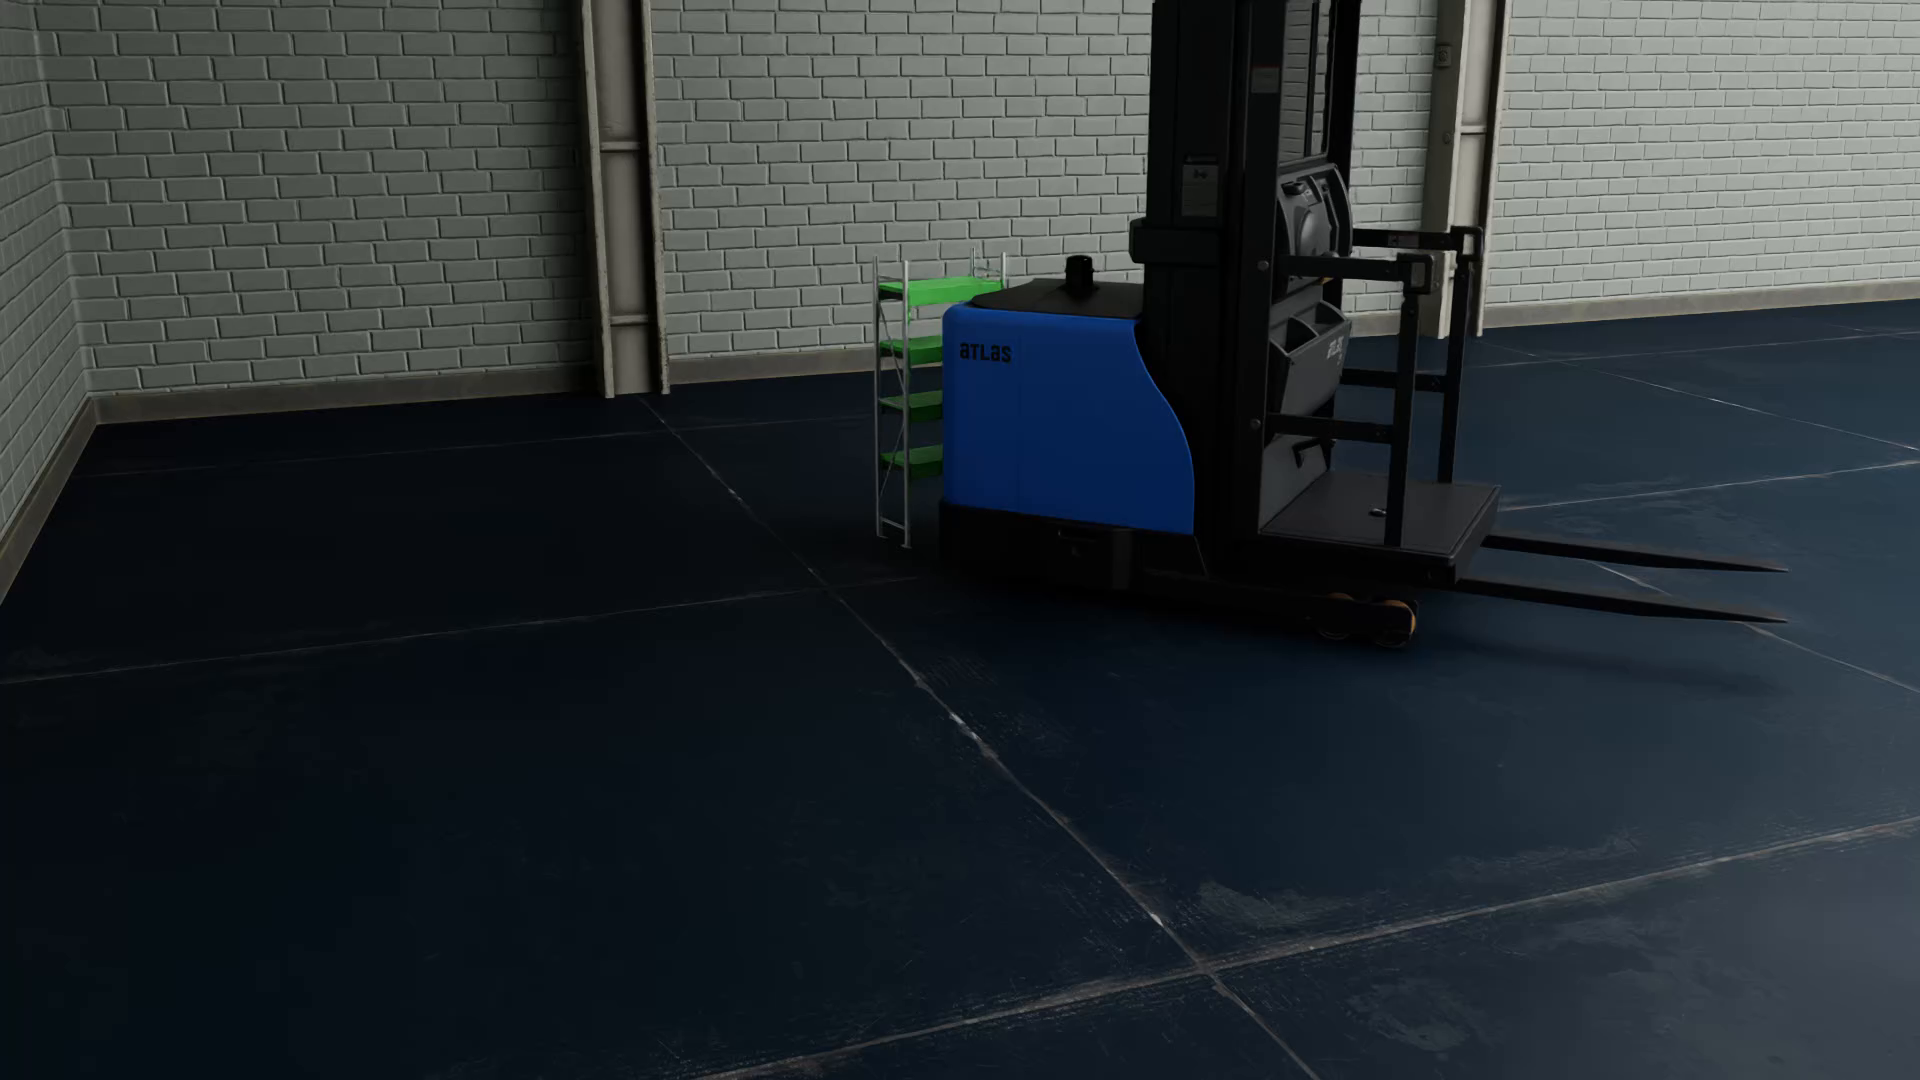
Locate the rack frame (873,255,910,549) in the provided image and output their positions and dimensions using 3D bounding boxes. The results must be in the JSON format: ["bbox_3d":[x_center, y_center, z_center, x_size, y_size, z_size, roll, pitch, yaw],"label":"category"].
[{"bbox_3d":[-0.283,-0.566,6.895,0.015,1.200,0.240,-11,20,-34],"label":"rack frame"}]

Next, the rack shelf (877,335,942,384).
[{"bbox_3d":[-0.084,-0.774,6.981,0.480,0.148,0.258,-11,20,-34],"label":"rack shelf"}]

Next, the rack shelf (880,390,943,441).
[{"bbox_3d":[-0.084,-0.544,7.048,0.480,0.148,0.258,-11,20,-34],"label":"rack shelf"}]

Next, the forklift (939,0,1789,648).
[{"bbox_3d":[1.474,-1.199,5.980,3.031,2.935,1.130,8,18,25],"label":"forklift"}]

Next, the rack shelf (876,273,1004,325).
[{"bbox_3d":[-0.084,-1.005,6.913,0.480,0.148,0.258,-11,20,-34],"label":"rack shelf"}]

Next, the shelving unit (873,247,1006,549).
[{"bbox_3d":[-0.084,-0.605,7.030,0.503,1.200,0.258,-11,20,-34],"label":"shelving unit"}]

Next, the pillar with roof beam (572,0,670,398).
[{"bbox_3d":[-0.467,-4.099,5.084,0.400,9.000,9.100,-6,17,-20],"label":"pillar with roof beam"}]

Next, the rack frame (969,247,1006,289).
[{"bbox_3d":[0.115,-0.645,7.165,0.015,1.200,0.240,-11,20,-34],"label":"rack frame"}]

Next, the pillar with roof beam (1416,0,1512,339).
[{"bbox_3d":[5.136,-4.704,7.144,0.400,9.000,9.100,-6,17,-20],"label":"pillar with roof beam"}]

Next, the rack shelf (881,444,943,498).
[{"bbox_3d":[-0.084,-0.314,7.116,0.480,0.148,0.258,-11,20,-34],"label":"rack shelf"}]
